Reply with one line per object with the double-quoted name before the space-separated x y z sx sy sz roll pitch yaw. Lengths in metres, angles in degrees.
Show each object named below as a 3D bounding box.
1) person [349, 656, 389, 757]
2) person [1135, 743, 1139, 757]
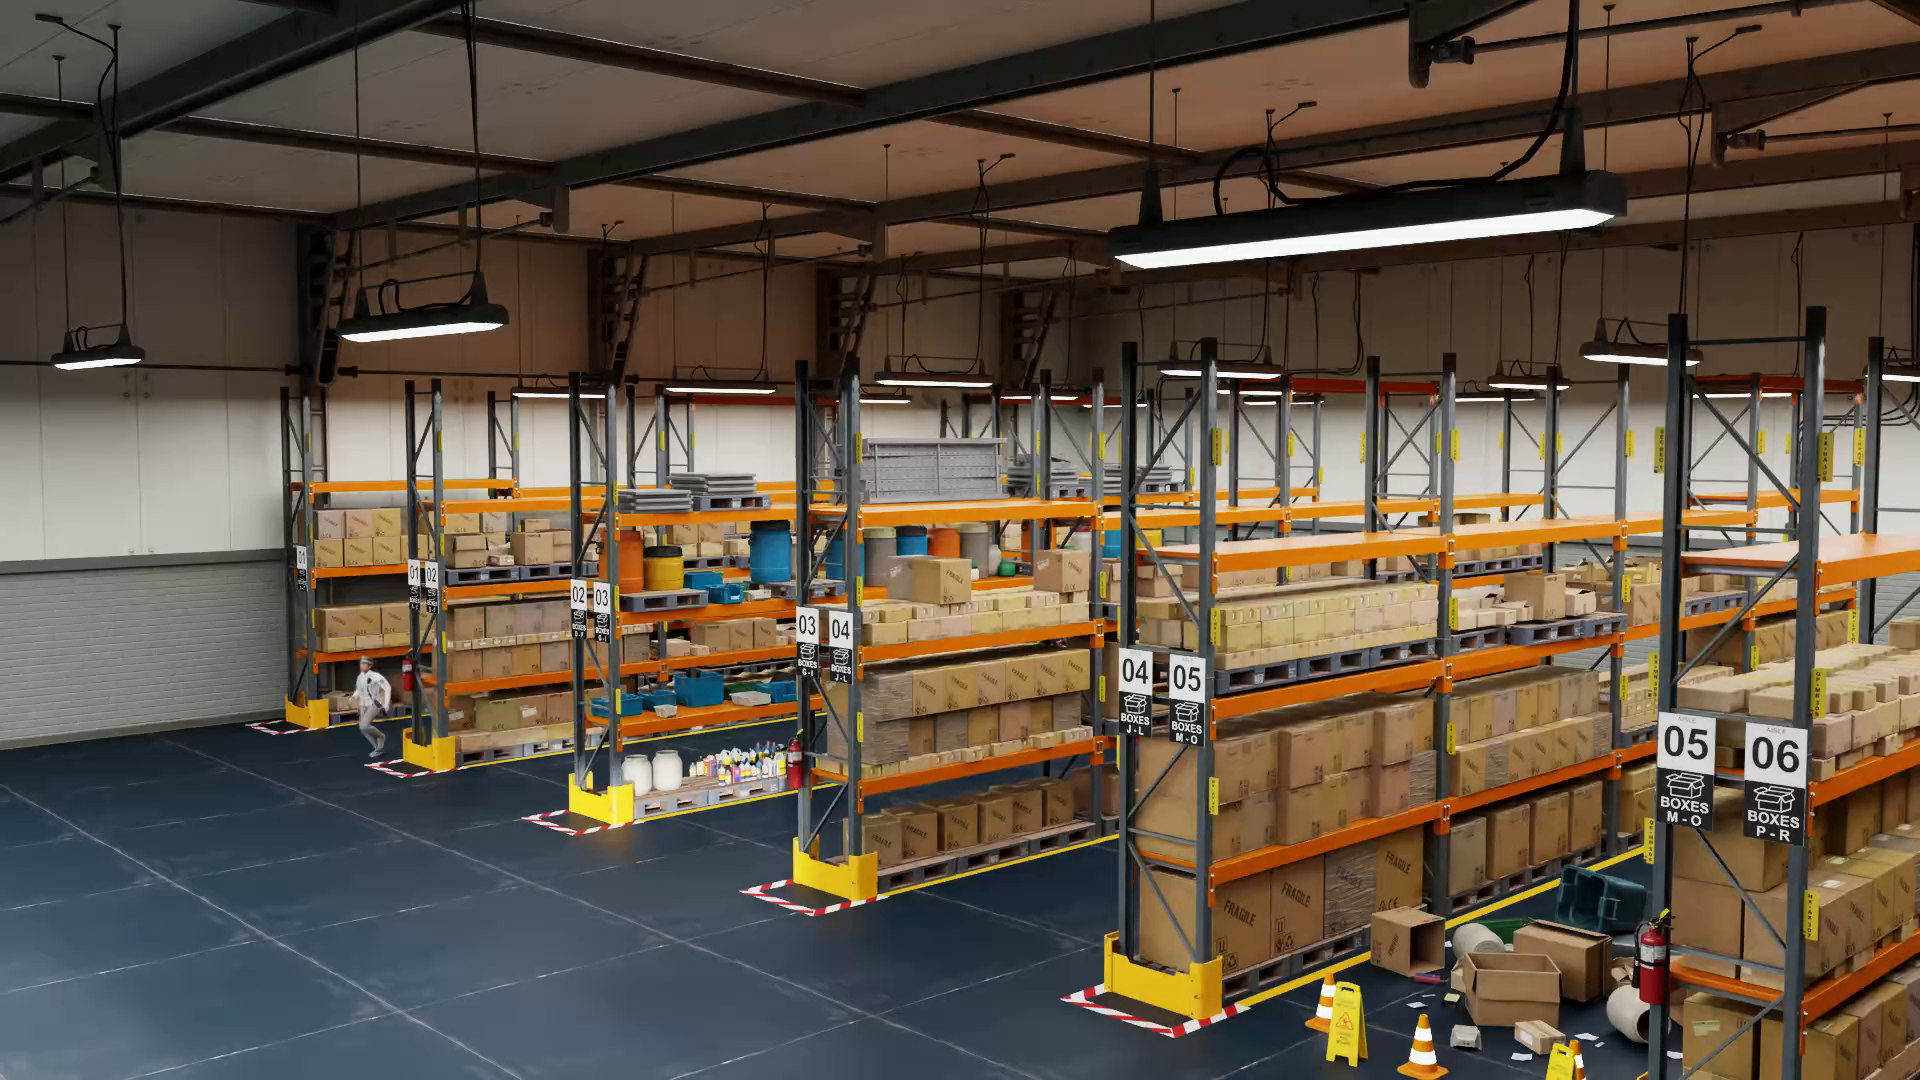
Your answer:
"person" -9.415 2.660 26.535 0.475 1.638 0.591 2 4 28
"person" 2.866 2.774 25.066 0.506 1.600 1.033 3 5 41
